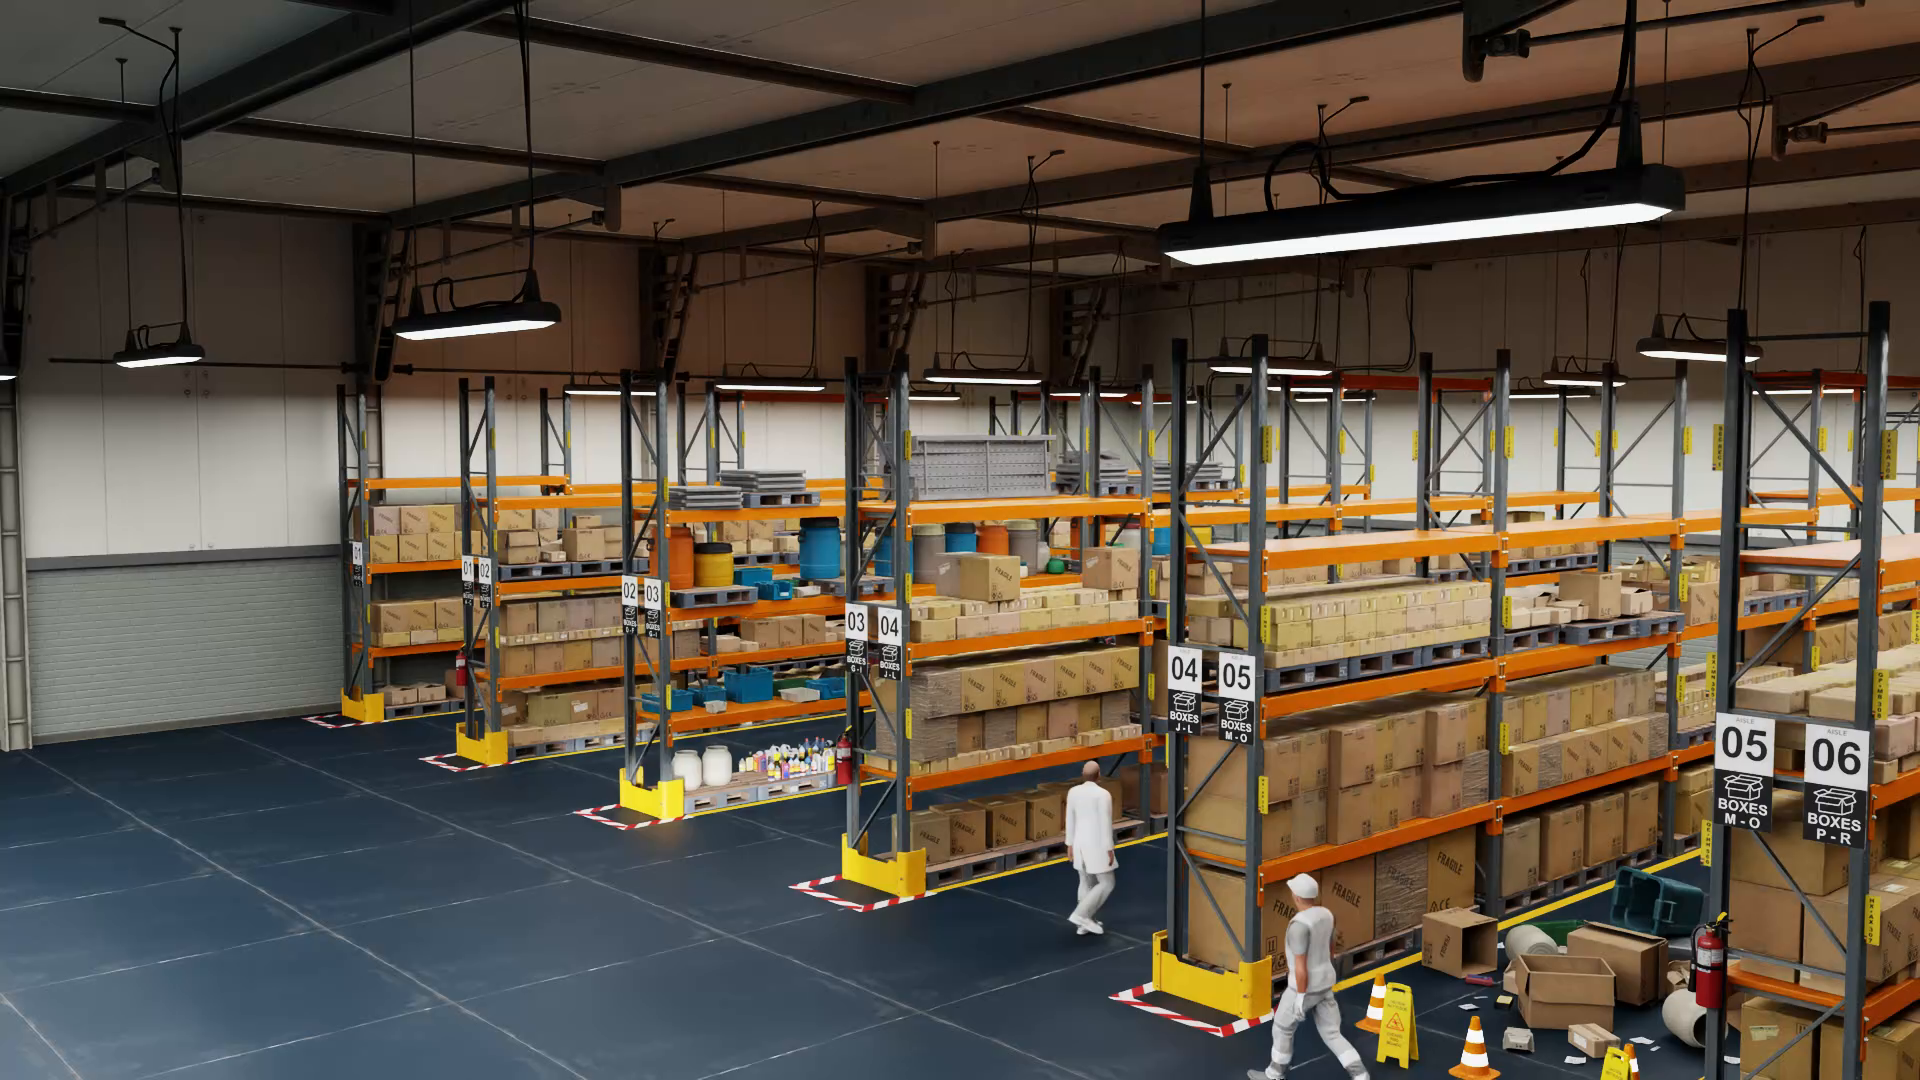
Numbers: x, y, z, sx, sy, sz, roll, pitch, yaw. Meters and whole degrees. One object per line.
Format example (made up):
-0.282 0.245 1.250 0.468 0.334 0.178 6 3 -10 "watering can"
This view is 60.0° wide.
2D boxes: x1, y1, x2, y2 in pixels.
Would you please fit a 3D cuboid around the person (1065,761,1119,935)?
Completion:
1.294 3.162 17.023 0.584 1.775 0.613 -3 5 -39 "person"

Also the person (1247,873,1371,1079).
2.724 3.447 12.828 1.057 1.750 0.606 4 5 44 "person"
